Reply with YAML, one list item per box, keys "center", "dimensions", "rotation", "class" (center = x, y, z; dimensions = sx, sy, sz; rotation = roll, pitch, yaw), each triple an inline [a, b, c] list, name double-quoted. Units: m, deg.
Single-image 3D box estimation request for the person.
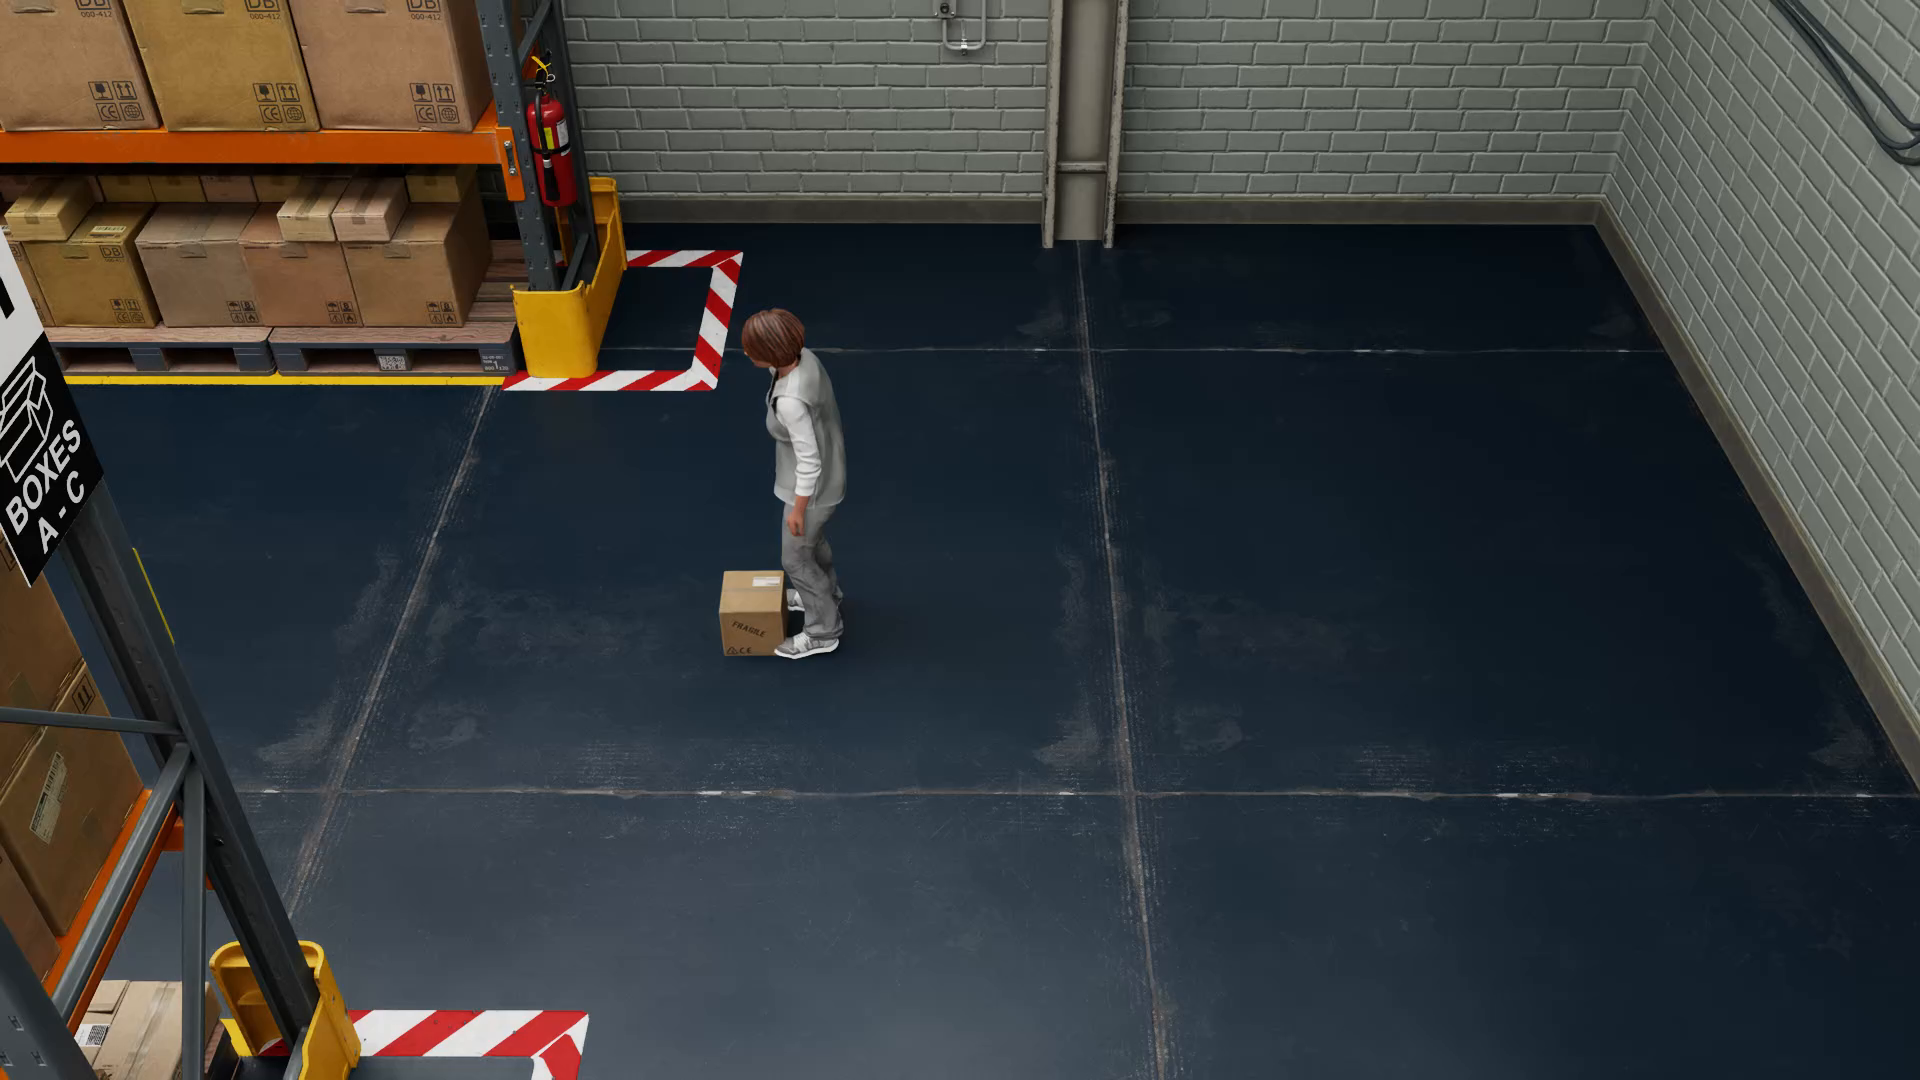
- center: [-0.608, -0.218, 6.425]
  dimensions: [0.347, 1.590, 0.473]
  rotation: [-2, 40, -2]
  class: "person"
